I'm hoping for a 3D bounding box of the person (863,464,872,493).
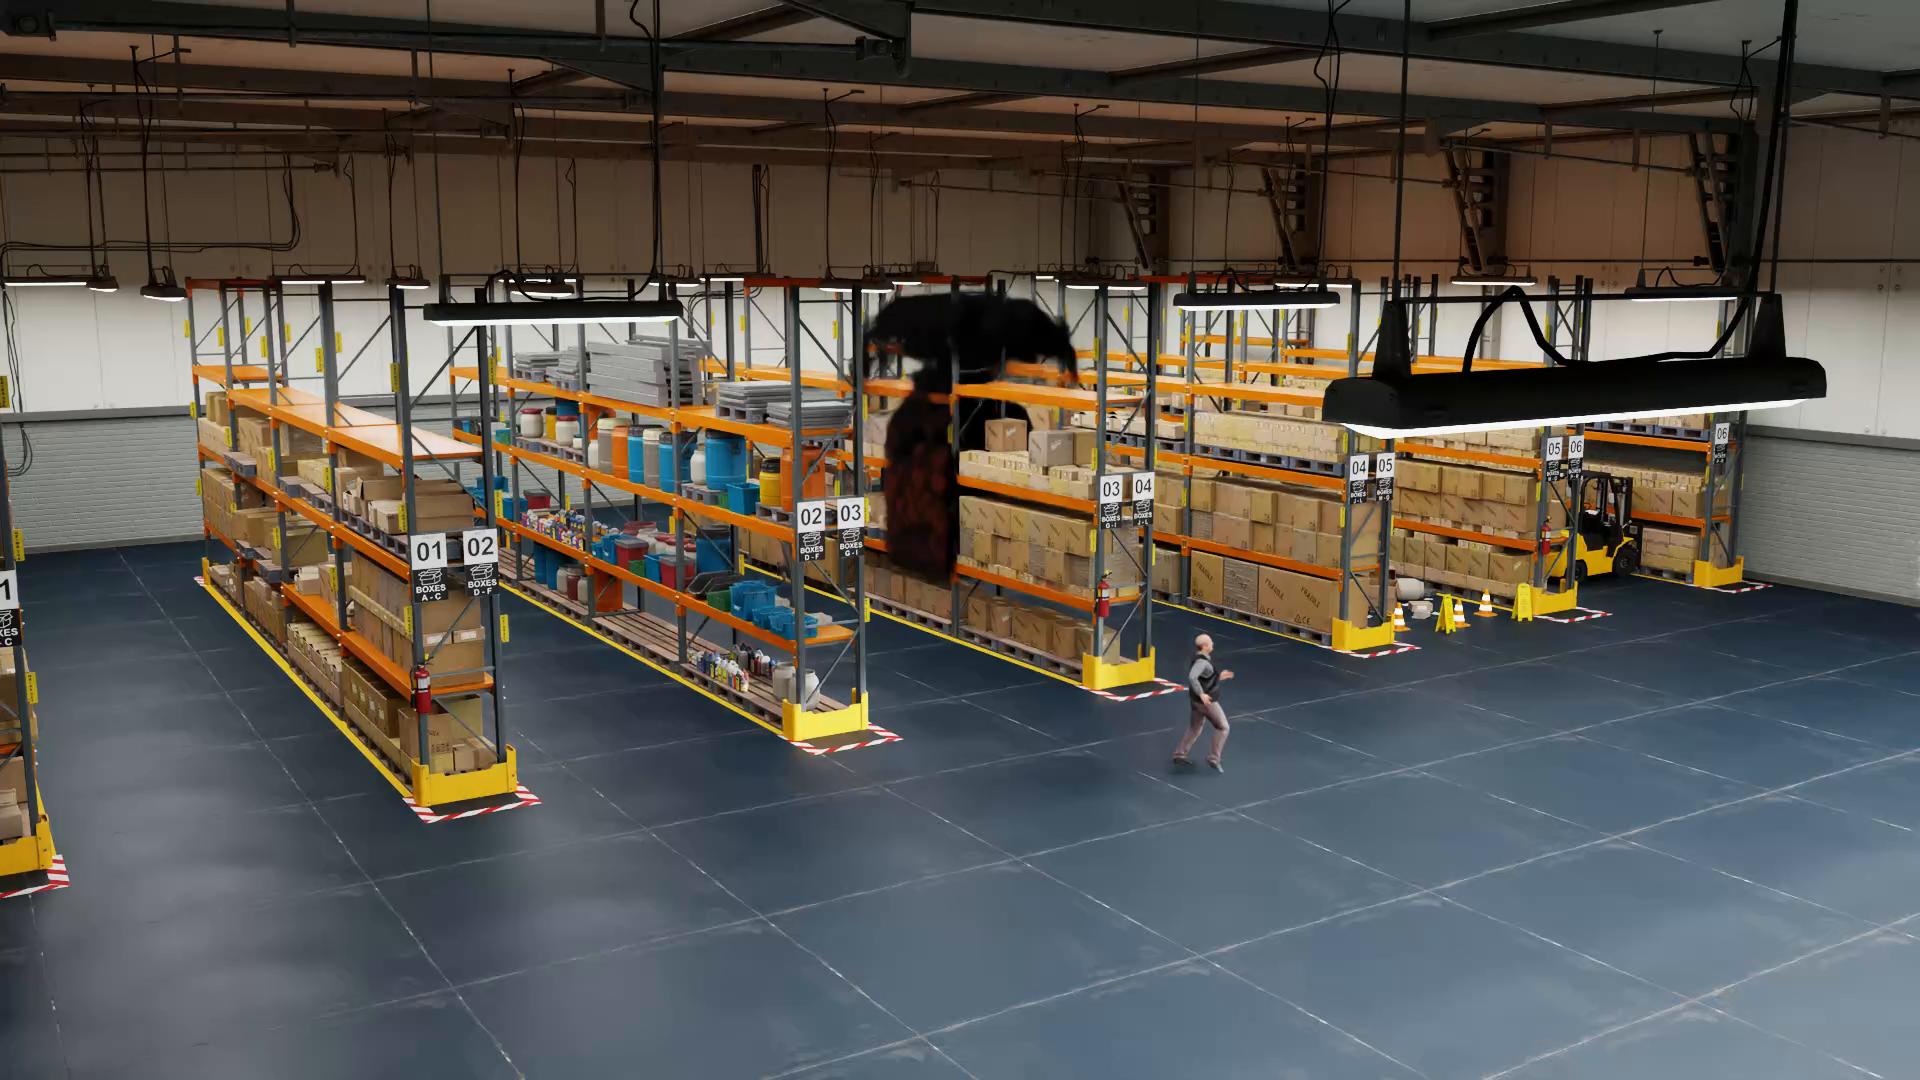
[{"bbox_3d":[-2.431,-1.575,42.134,0.729,1.787,0.837,6,12,34],"label":"person"}]

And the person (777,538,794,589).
[{"bbox_3d":[-3.118,0.145,30.546,0.512,1.669,1.075,-6,11,-33],"label":"person"}]

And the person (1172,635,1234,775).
[{"bbox_3d":[3.036,2.052,20.678,0.756,1.783,0.627,-1,10,-9],"label":"person"}]
